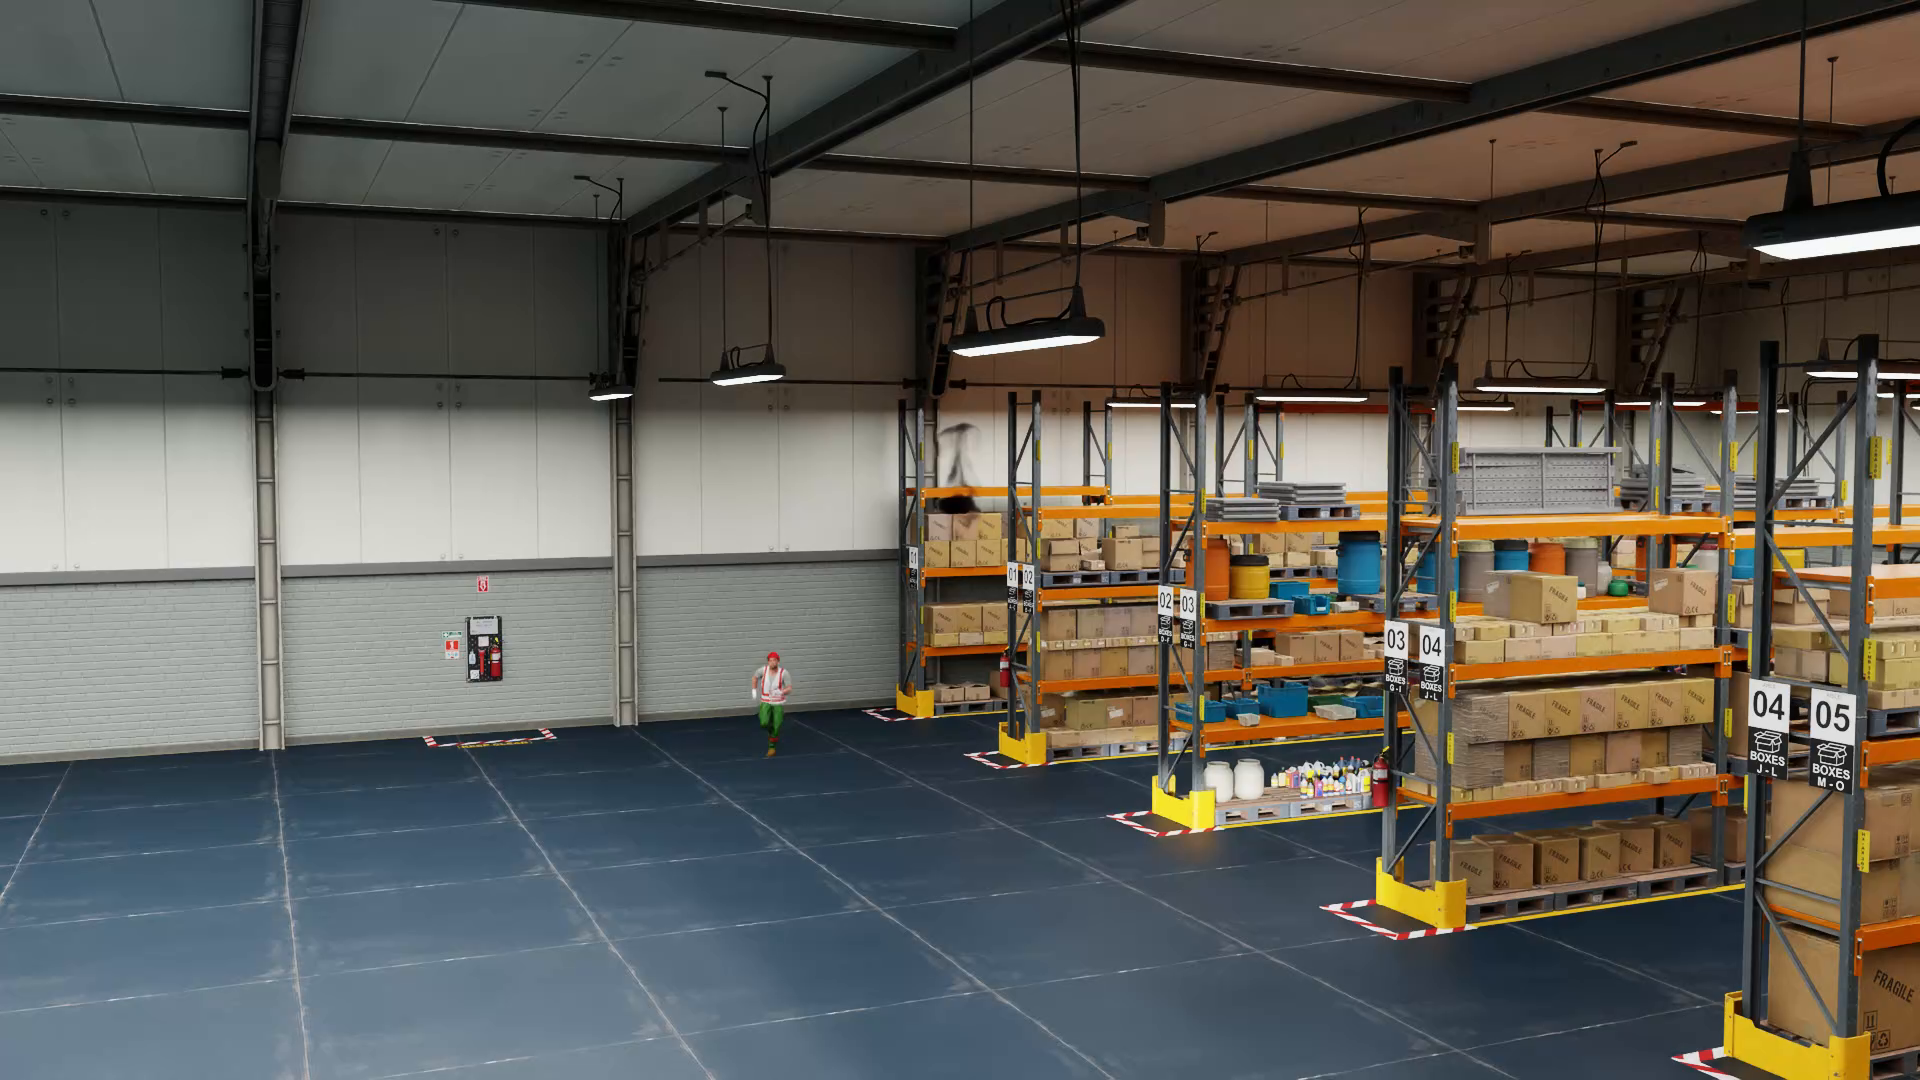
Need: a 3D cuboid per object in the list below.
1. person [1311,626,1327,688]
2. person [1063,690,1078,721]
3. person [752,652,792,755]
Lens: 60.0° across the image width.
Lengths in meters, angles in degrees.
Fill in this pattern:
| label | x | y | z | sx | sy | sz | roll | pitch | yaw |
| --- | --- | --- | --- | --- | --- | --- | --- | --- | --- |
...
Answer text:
| label | x | y | z | sx | sy | sz | roll | pitch | yaw |
| --- | --- | --- | --- | --- | --- | --- | --- | --- | --- |
| person | 7.109 | 2.423 | 32.935 | 0.577 | 1.618 | 0.592 | -2 | 4 | -25 |
| person | 2.128 | 2.555 | 29.449 | 0.800 | 1.850 | 0.618 | -1 | 4 | -23 |
| person | -3.107 | 2.696 | 27.296 | 0.710 | 1.725 | 0.674 | 0 | 3 | 5 |
